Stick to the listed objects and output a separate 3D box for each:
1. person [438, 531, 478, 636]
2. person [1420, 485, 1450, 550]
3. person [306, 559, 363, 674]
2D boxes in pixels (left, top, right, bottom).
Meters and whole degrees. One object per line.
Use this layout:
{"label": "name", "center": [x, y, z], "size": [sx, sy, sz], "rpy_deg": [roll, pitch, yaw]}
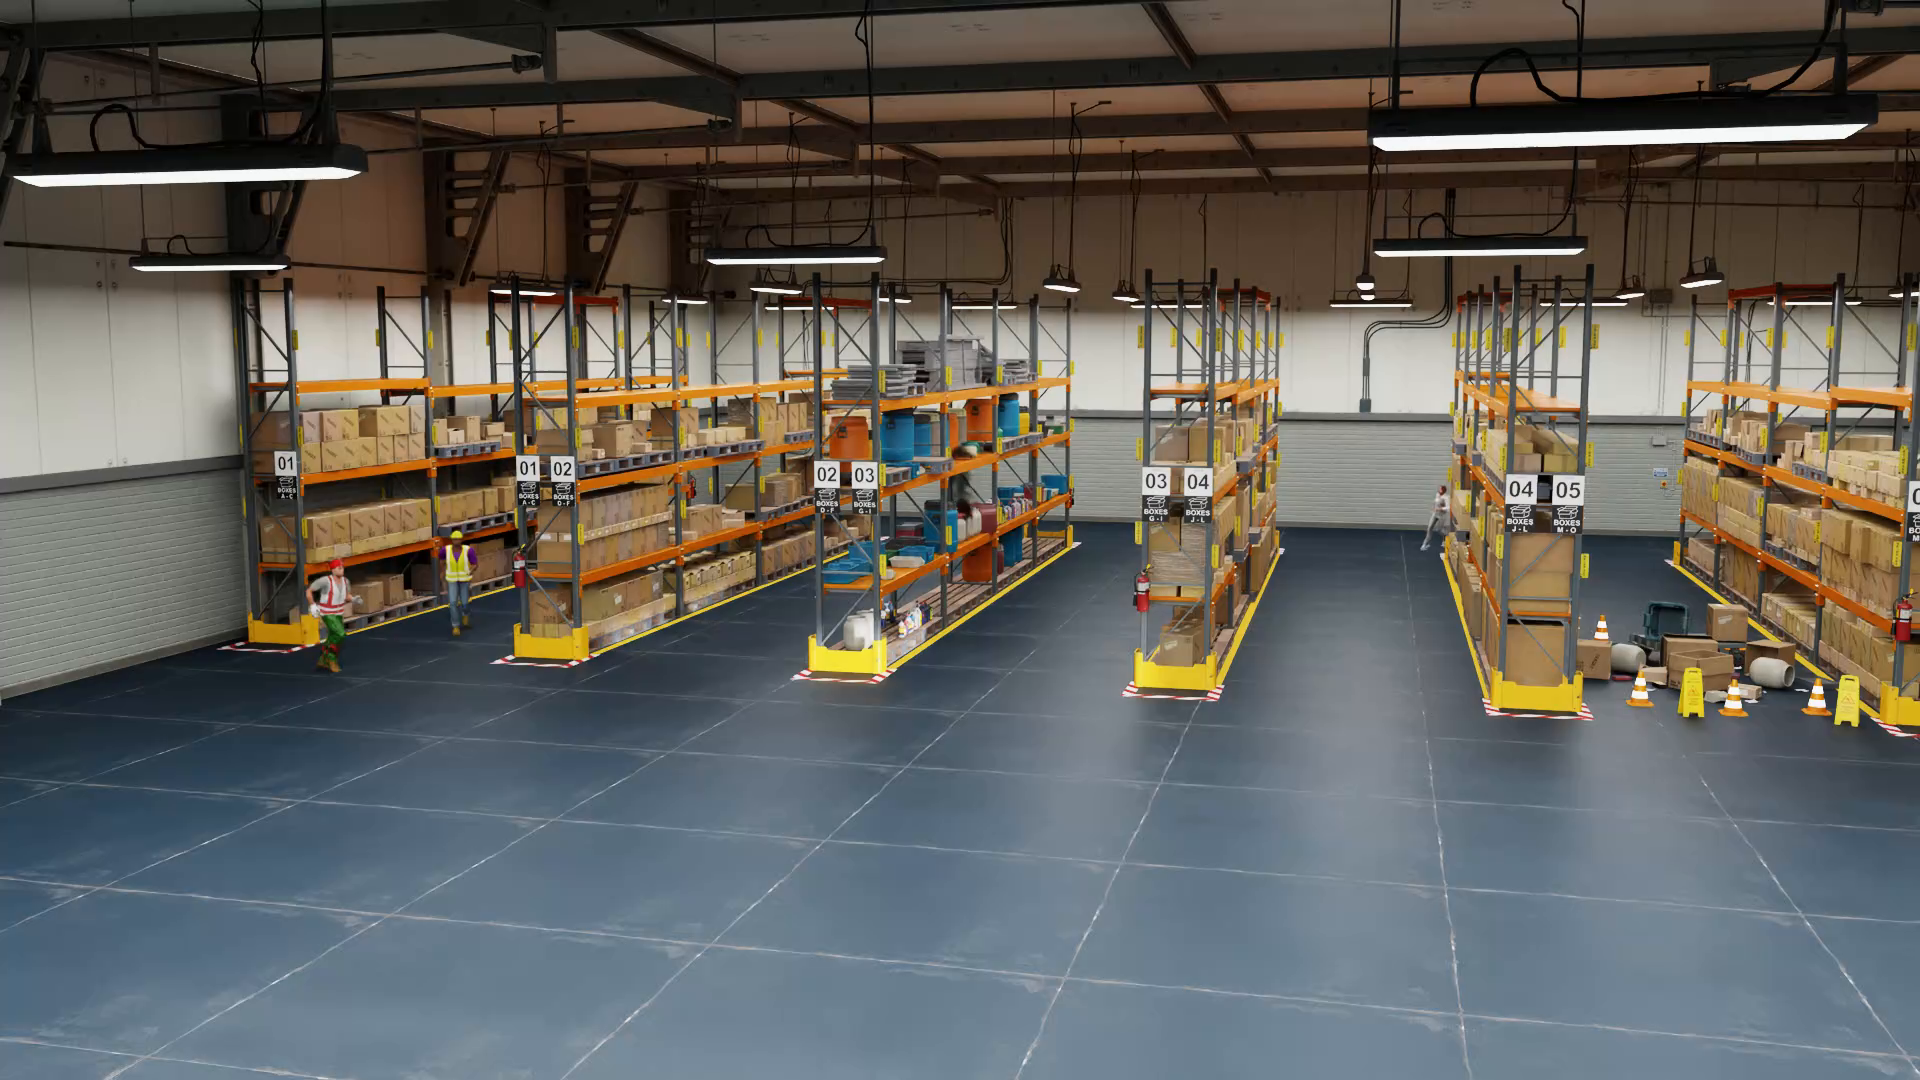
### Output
{"label": "person", "center": [-8.624, 0.704, 28.603], "size": [0.668, 1.761, 0.948], "rpy_deg": [-2, 7, -14]}
{"label": "person", "center": [11.498, -0.542, 39.754], "size": [0.839, 1.585, 0.568], "rpy_deg": [-4, 8, -30]}
{"label": "person", "center": [-9.489, 1.141, 25.134], "size": [0.856, 1.740, 0.665], "rpy_deg": [4, 8, 27]}
